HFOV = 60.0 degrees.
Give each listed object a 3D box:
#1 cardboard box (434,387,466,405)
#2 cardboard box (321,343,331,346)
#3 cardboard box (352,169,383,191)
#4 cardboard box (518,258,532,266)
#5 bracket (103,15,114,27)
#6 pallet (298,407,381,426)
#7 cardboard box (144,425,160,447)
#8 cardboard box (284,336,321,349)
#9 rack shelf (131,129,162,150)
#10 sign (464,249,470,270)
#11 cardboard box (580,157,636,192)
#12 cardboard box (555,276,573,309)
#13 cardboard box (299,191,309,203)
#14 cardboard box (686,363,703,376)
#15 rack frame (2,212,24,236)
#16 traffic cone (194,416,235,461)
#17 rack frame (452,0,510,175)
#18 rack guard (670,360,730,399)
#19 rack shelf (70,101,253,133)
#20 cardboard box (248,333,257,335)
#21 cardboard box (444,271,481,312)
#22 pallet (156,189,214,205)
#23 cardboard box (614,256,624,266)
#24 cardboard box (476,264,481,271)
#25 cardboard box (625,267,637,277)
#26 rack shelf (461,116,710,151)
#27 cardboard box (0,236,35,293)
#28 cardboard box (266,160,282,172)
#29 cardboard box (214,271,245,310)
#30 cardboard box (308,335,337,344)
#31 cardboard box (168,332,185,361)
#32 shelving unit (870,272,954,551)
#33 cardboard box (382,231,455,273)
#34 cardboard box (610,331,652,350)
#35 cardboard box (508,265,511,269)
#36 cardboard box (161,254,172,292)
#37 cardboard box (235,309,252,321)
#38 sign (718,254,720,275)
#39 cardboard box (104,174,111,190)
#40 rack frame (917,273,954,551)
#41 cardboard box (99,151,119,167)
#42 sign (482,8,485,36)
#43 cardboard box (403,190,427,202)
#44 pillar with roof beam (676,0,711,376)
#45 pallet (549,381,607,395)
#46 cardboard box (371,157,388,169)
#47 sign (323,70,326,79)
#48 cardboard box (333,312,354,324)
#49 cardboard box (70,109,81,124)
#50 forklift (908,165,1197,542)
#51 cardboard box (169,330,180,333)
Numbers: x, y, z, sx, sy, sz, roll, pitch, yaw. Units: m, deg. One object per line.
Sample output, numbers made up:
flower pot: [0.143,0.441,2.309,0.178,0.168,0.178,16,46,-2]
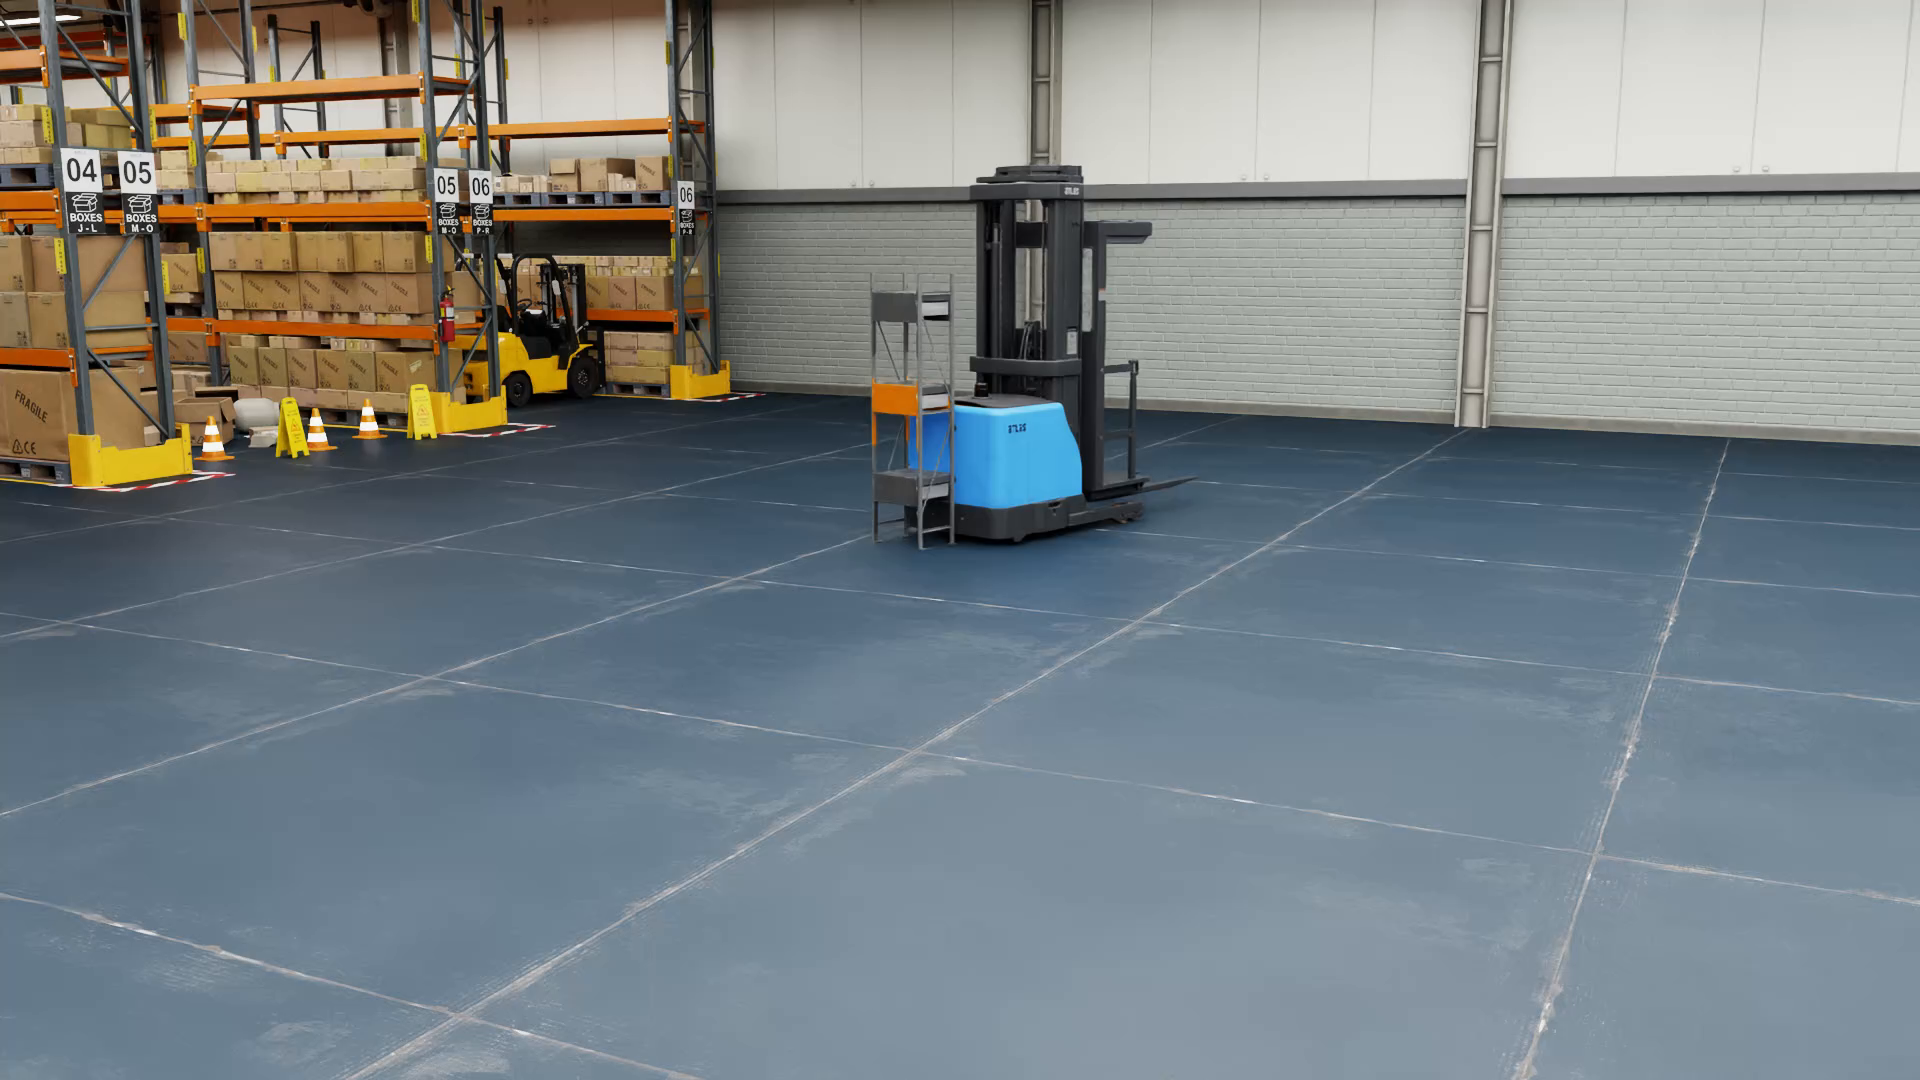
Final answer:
cardboard box: [-6.772,-1.850,21.569,0.500,0.250,0.500,5,11,25]
cardboard box: [-8.652,-2.383,22.408,0.500,0.500,0.500,5,12,27]
cardboard box: [-7.194,-4.476,20.703,0.500,0.250,0.500,5,11,25]
cardboard box: [-6.718,-4.377,26.056,0.250,0.149,0.380,5,12,27]
bracket: [-15.495,-9.525,30.484,0.430,0.232,0.235,5,11,26]
pallet: [-8.042,-1.688,21.965,1.213,0.211,1.003,5,11,26]
cardboard box: [-9.502,-1.218,19.216,0.258,0.266,0.396,7,13,36]
cardboard box: [-8.559,-2.575,21.652,0.250,0.149,0.380,6,12,29]
rack shelf: [-16.533,-7.381,30.774,4.000,0.370,1.077,5,11,26]
sign: [-7.797,-4.440,26.311,0.005,0.325,0.100,5,11,26]
cardboard box: [-5.357,-5.555,25.338,0.500,0.500,0.700,5,11,26]
cardboard box: [-5.912,-3.848,25.788,0.500,0.500,0.500,5,11,26]
cardboard box: [-8.202,-4.370,21.238,0.250,0.149,0.380,5,11,26]
cardboard box: [-4.332,-2.605,25.742,0.500,0.250,0.500,5,11,26]
rack frame: [-13.345,-3.519,24.250,0.127,3.000,1.000,5,11,26]
traffic cone: [-8.119,-1.110,18.065,0.334,0.463,0.336,5,11,26]
rack frame: [-7.565,-6.949,26.356,0.127,3.000,1.000,5,11,26]
rack guard: [-3.957,-2.449,25.360,0.348,0.500,1.175,5,11,26]
rack shelf: [-11.552,-5.762,22.944,4.000,0.370,1.077,5,11,26]
cardboard box: [-12.183,-3.650,28.995,0.250,0.149,0.380,5,11,24]
cardboard box: [-6.473,-3.166,21.182,0.500,0.500,0.500,5,11,25]
pallet: [-10.265,-4.653,22.620,1.003,0.211,1.213,5,11,26]
cardboard box: [-5.065,-4.253,25.369,0.250,0.149,0.380,5,11,26]
cardboard box: [-7.786,-4.427,27.165,0.250,0.149,0.380,5,11,25]
cardboard box: [-4.861,-4.078,25.237,0.250,0.149,0.380,5,12,27]
rack shelf: [-5.772,-6.240,25.584,4.000,0.370,1.077,5,11,26]
cardboard box: [-9.120,-2.759,16.599,0.550,0.550,0.875,5,11,26]
cardboard box: [-8.673,-4.797,21.355,0.250,0.149,0.380,5,11,24]
cardboard box: [-9.487,-3.320,22.035,0.500,0.500,0.500,5,11,26]
cardboard box: [-10.599,-3.299,28.522,0.625,0.625,0.875,5,12,28]
cardboard box: [-13.924,-3.489,29.926,0.500,0.500,0.500,5,11,25]
shelving unit: [-0.365,-1.004,12.882,0.503,2.100,0.431,9,14,41]
cardboard box: [-6.726,-3.581,20.672,0.500,0.500,0.700,5,11,24]
cardboard box: [-4.990,-3.053,25.409,0.500,0.250,0.500,5,12,27]
cardboard box: [-6.917,-4.262,26.252,0.250,0.149,0.380,5,11,26]
cardboard box: [-10.719,-3.644,22.649,0.500,0.500,0.500,5,11,26]
cardboard box: [-9.368,-2.992,22.046,0.250,0.149,0.380,5,12,27]
sign: [-3.727,-4.234,25.551,0.005,0.325,0.100,5,11,26]
cardboard box: [-11.965,-4.930,23.334,0.637,0.503,0.797,5,11,26]
rack frame: [-0.182,-0.975,12.724,0.015,2.100,0.400,9,14,41]
cardboard box: [-8.436,-3.776,16.495,0.250,0.149,0.380,5,11,26]
sign: [-5.931,-6.426,20.621,0.005,0.325,0.100,5,11,26]
cardboard box: [-6.615,-4.224,20.430,0.250,0.149,0.380,5,11,26]
pillar with roof beam: [-6.109,-6.145,21.914,0.400,9.000,9.100,5,11,26]
pallet: [-5.773,-2.459,26.225,1.213,0.211,1.003,5,11,26]
cardboard box: [-7.056,-4.656,20.578,0.250,0.149,0.380,5,11,25]
sign: [-10.910,-7.890,28.491,0.005,0.325,0.100,5,11,26]
cardboard box: [-7.779,-2.850,21.258,0.250,0.149,0.380,5,11,25]
cardboard box: [-8.654,-4.187,16.528,0.250,0.149,0.380,5,11,26]
forklift: [0.908,-1.631,14.014,1.130,2.935,3.031,9,14,41]
cardboard box: [-14.018,-3.824,29.955,0.250,0.149,0.380,4,11,23]
